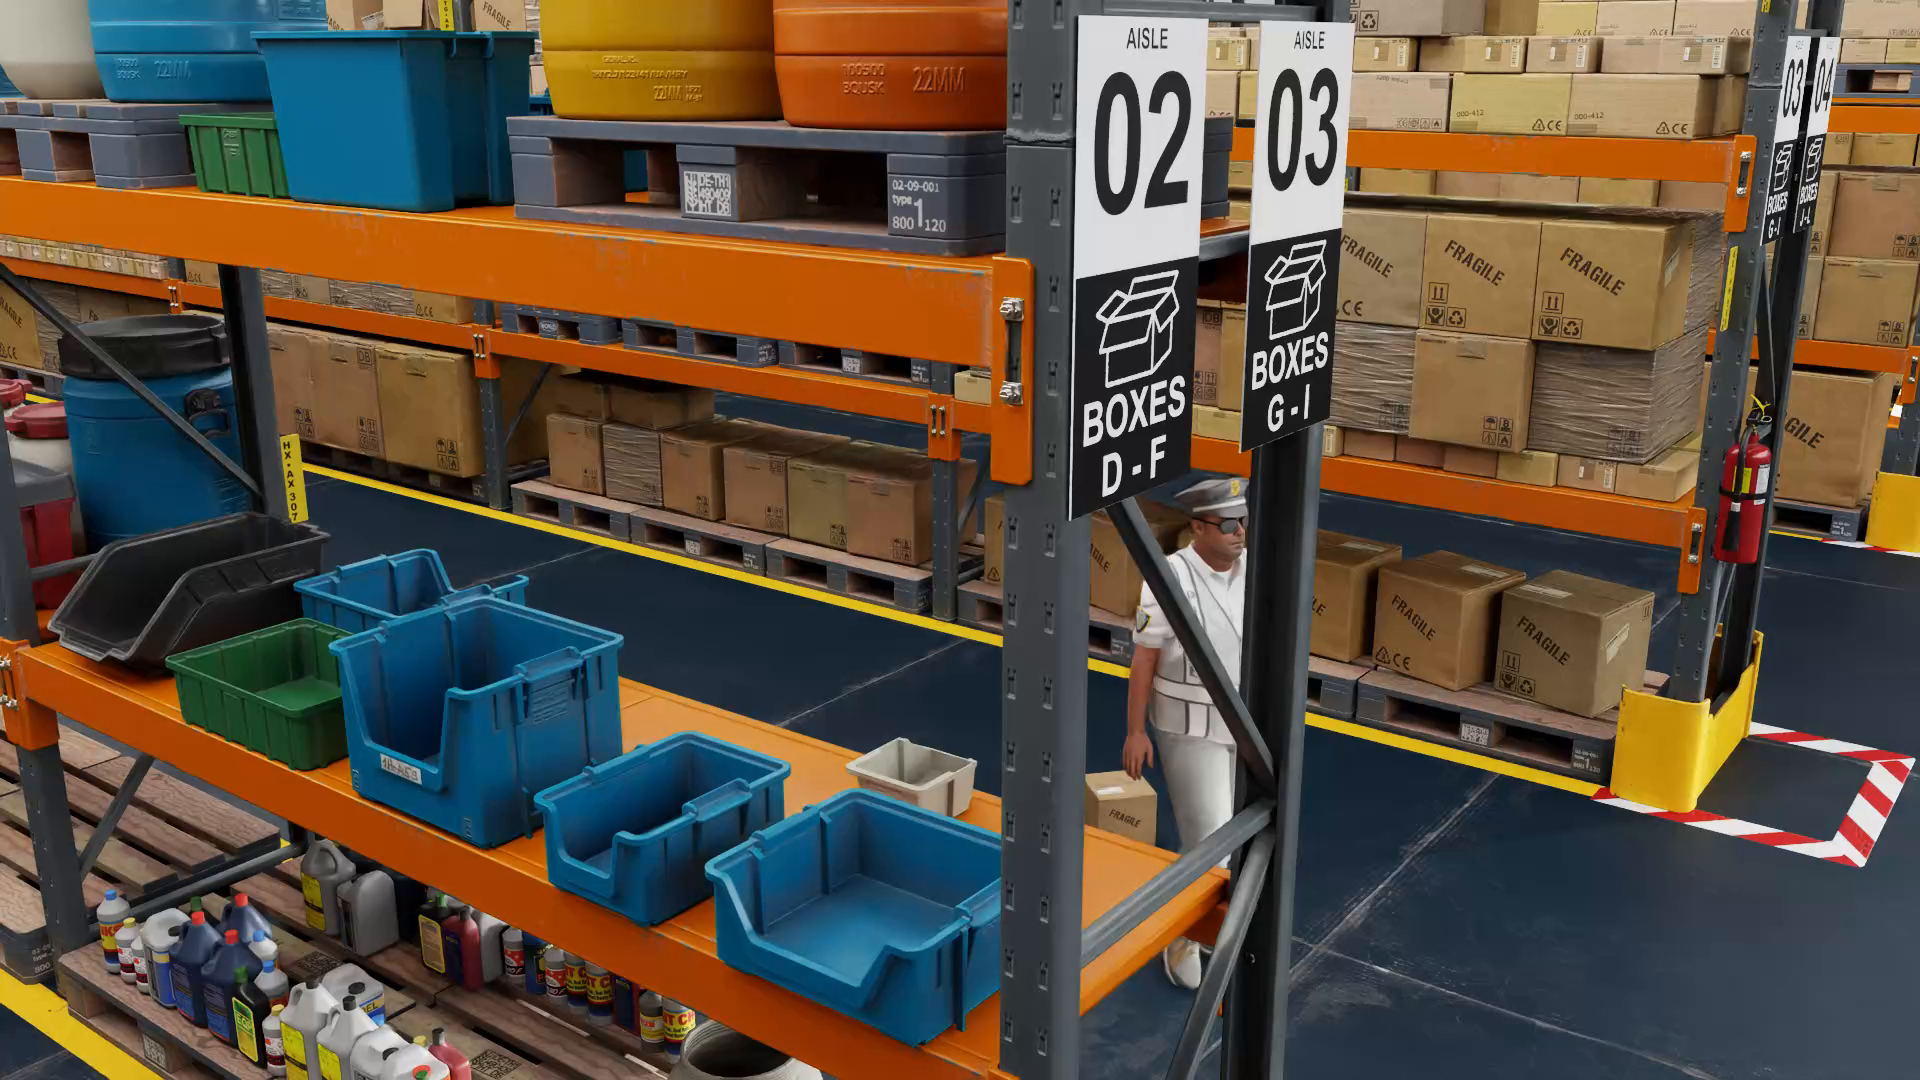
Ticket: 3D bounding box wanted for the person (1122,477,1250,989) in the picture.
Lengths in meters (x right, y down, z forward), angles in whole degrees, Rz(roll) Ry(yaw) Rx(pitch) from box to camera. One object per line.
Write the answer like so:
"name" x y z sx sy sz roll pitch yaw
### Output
"person" 0.888 0.673 5.724 0.586 1.833 0.499 -9 18 -27
